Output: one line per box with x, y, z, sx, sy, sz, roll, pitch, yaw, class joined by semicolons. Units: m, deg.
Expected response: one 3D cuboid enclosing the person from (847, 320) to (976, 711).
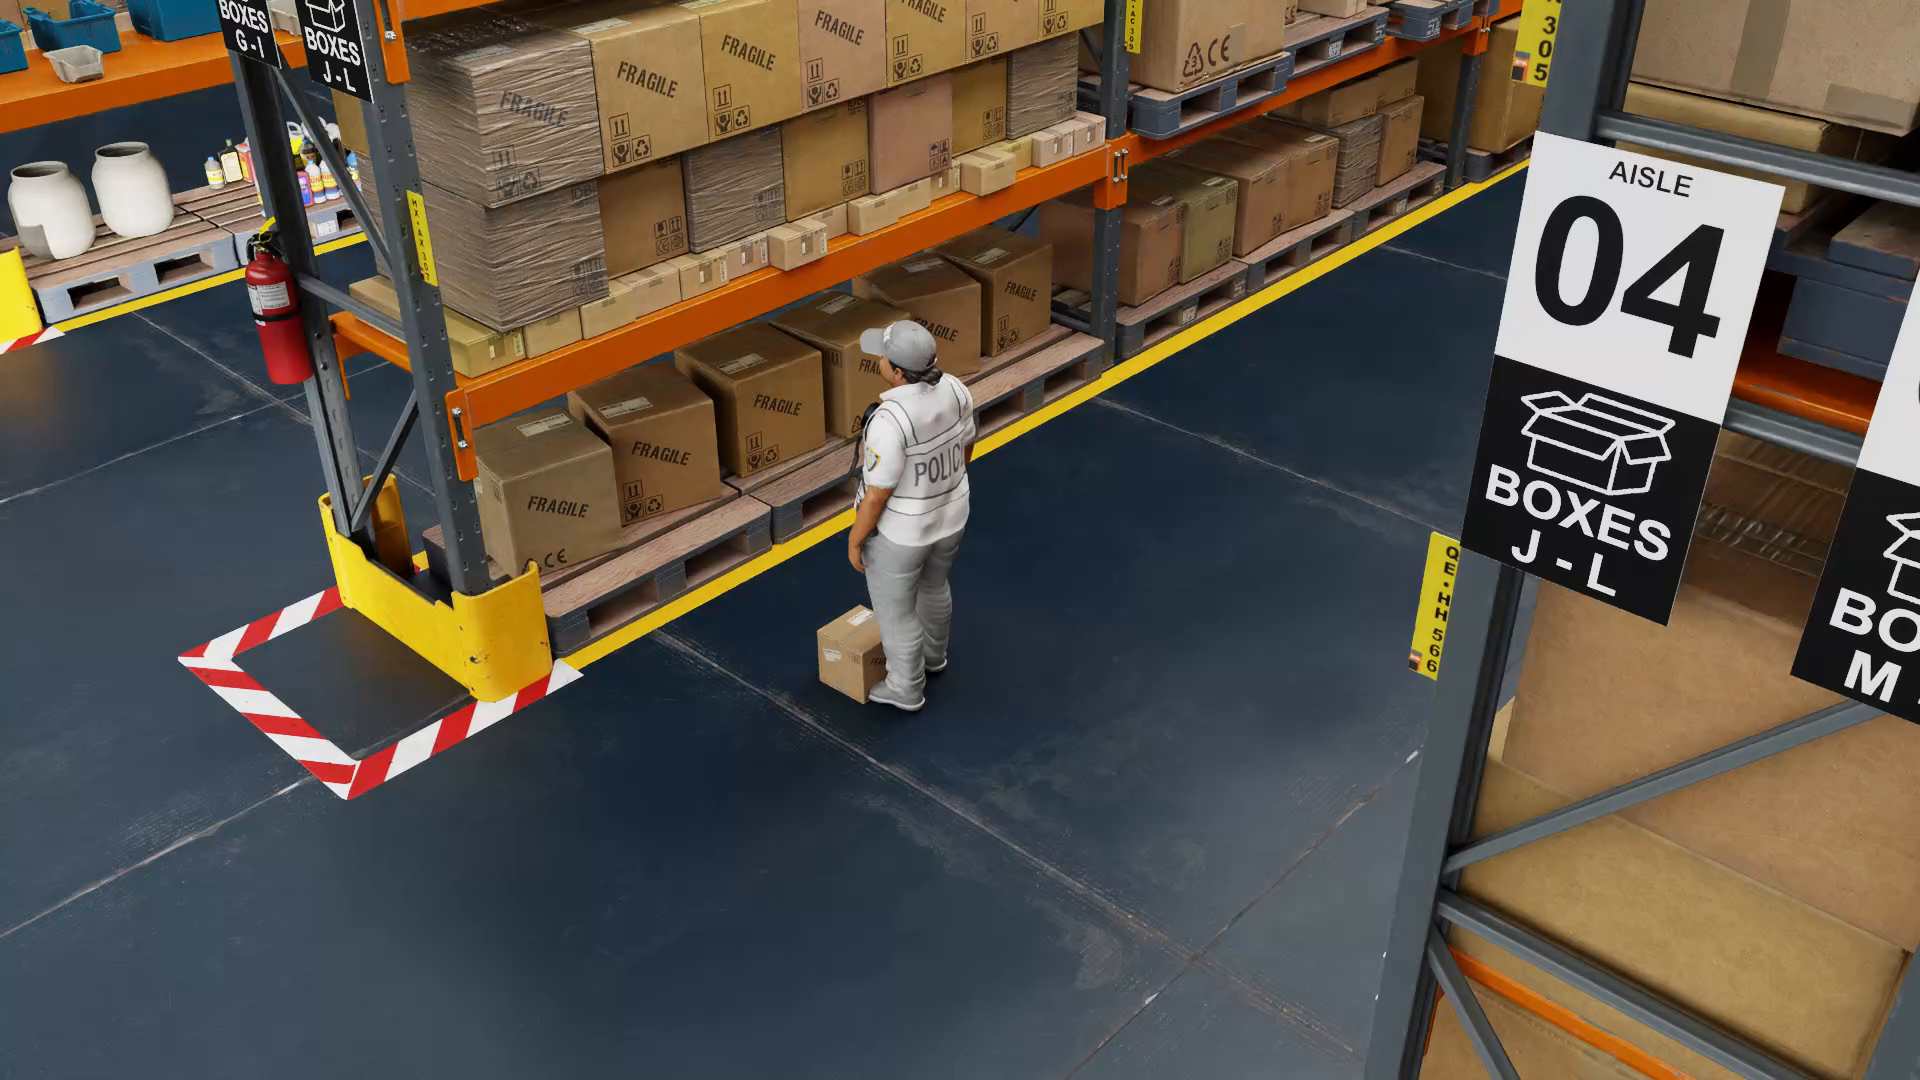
-0.230;-0.102;6.276;0.526;1.670;0.597;25;40;35;person
